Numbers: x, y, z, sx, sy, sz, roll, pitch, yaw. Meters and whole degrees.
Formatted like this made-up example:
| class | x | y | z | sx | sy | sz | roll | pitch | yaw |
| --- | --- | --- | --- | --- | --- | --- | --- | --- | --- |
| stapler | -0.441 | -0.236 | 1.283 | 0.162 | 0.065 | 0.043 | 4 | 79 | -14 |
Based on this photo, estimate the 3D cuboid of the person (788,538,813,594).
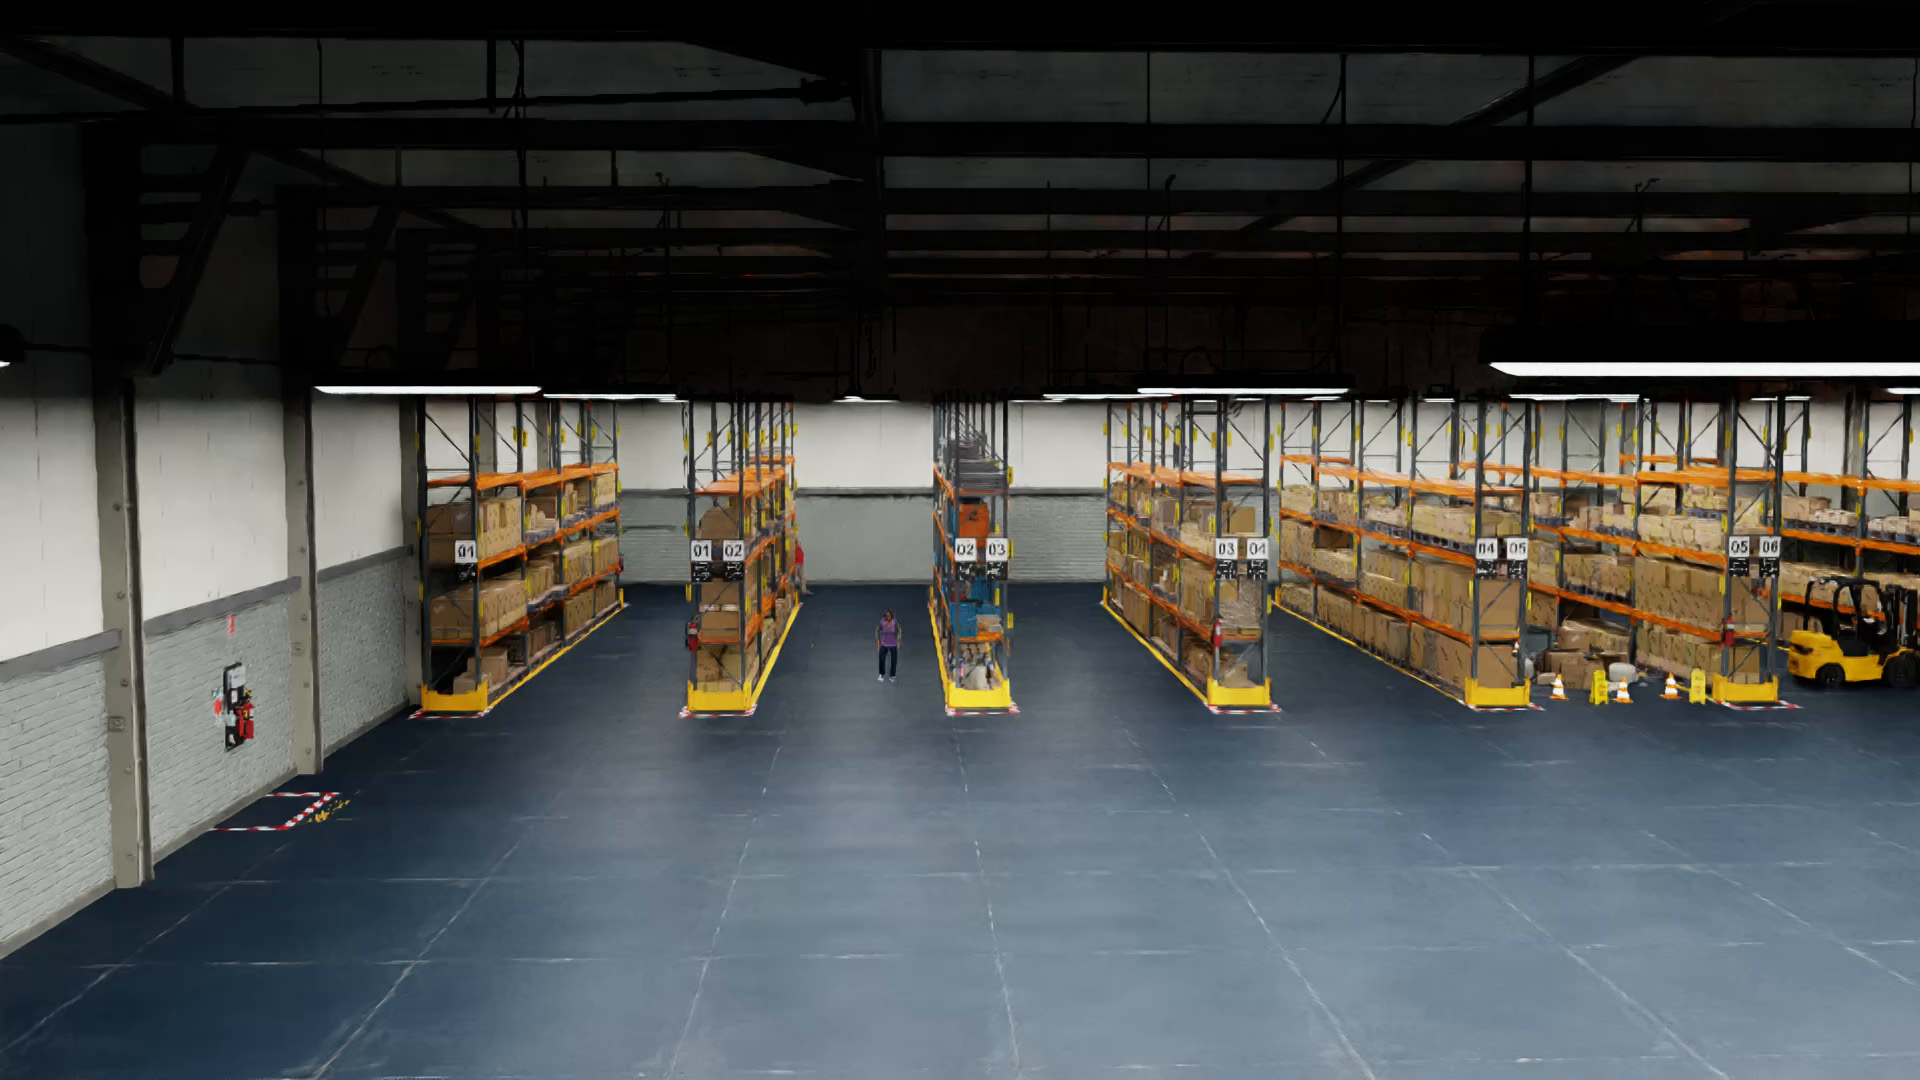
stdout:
| class | x | y | z | sx | sy | sz | roll | pitch | yaw |
| --- | --- | --- | --- | --- | --- | --- | --- | --- | --- |
| person | -4.848 | 0.799 | 49.732 | 0.585 | 1.719 | 0.772 | 3 | 6 | 35 |

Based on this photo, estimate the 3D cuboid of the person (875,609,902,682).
| class | x | y | z | sx | sy | sz | roll | pitch | yaw |
| --- | --- | --- | --- | --- | --- | --- | --- | --- | --- |
| person | -1.479 | 2.166 | 34.287 | 0.566 | 1.538 | 0.516 | 0 | 5 | -4 |

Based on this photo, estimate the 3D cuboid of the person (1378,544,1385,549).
| class | x | y | z | sx | sy | sz | roll | pitch | yaw |
| --- | --- | --- | --- | --- | --- | --- | --- | --- | --- |
| person | 12.293 | 0.954 | 48.291 | 0.539 | 1.672 | 0.581 | -2 | 5 | -20 |

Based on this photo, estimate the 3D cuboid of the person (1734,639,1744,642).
| class | x | y | z | sx | sy | sz | roll | pitch | yaw |
| --- | --- | --- | --- | --- | --- | --- | --- | --- | --- |
| person | 16.701 | 1.972 | 35.802 | 0.428 | 1.656 | 0.534 | -3 | 6 | -34 |
